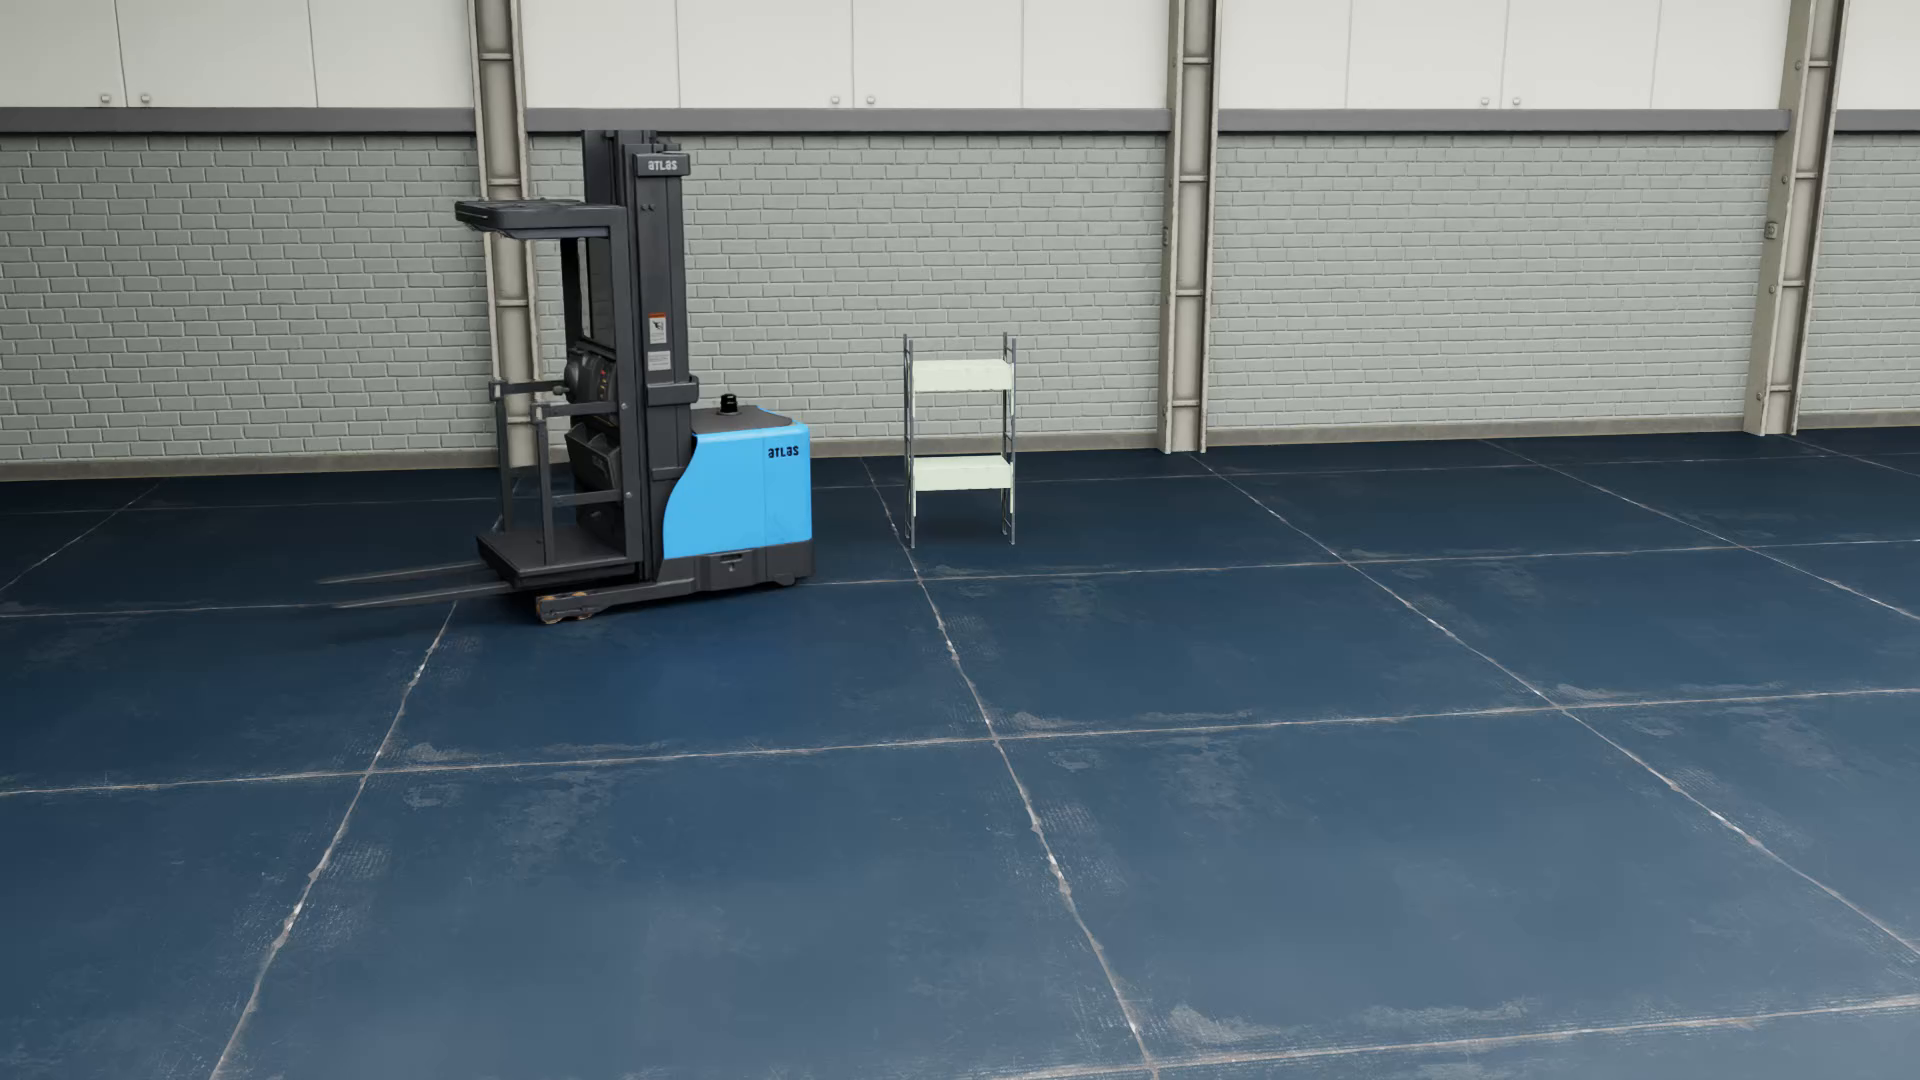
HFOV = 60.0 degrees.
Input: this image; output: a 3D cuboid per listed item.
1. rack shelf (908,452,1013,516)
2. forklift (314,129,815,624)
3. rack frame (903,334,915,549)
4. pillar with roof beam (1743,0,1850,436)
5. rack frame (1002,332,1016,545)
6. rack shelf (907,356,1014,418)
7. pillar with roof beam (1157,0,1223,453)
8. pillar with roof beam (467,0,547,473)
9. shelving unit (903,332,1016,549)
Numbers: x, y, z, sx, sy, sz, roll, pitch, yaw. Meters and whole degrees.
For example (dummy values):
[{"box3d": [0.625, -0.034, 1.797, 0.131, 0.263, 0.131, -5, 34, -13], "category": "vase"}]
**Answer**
[{"box3d": [-0.007, -0.411, 12.118, 0.720, 0.370, 0.431, -2, 14, -8], "category": "rack shelf"}, {"box3d": [-2.505, -1.056, 10.406, 3.031, 2.935, 1.130, -8, 16, -28], "category": "forklift"}, {"box3d": [-0.369, -0.714, 11.986, 0.023, 1.500, 0.400, -2, 14, -8], "category": "rack frame"}, {"box3d": [8.648, -4.393, 11.241, 0.400, 9.000, 9.100, -2, 14, -8], "category": "pillar with roof beam"}, {"box3d": [0.355, -0.740, 12.091, 0.023, 1.500, 0.400, -2, 14, -8], "category": "rack frame"}, {"box3d": [-0.007, -1.106, 11.943, 0.720, 0.370, 0.431, -2, 14, -8], "category": "rack shelf"}, {"box3d": [2.715, -4.176, 10.374, 0.400, 9.000, 9.100, -2, 14, -8], "category": "pillar with roof beam"}, {"box3d": [-3.218, -3.959, 9.507, 0.400, 9.000, 9.100, -2, 14, -8], "category": "pillar with roof beam"}, {"box3d": [-0.007, -0.727, 12.038, 0.755, 1.500, 0.431, -2, 14, -8], "category": "shelving unit"}]
